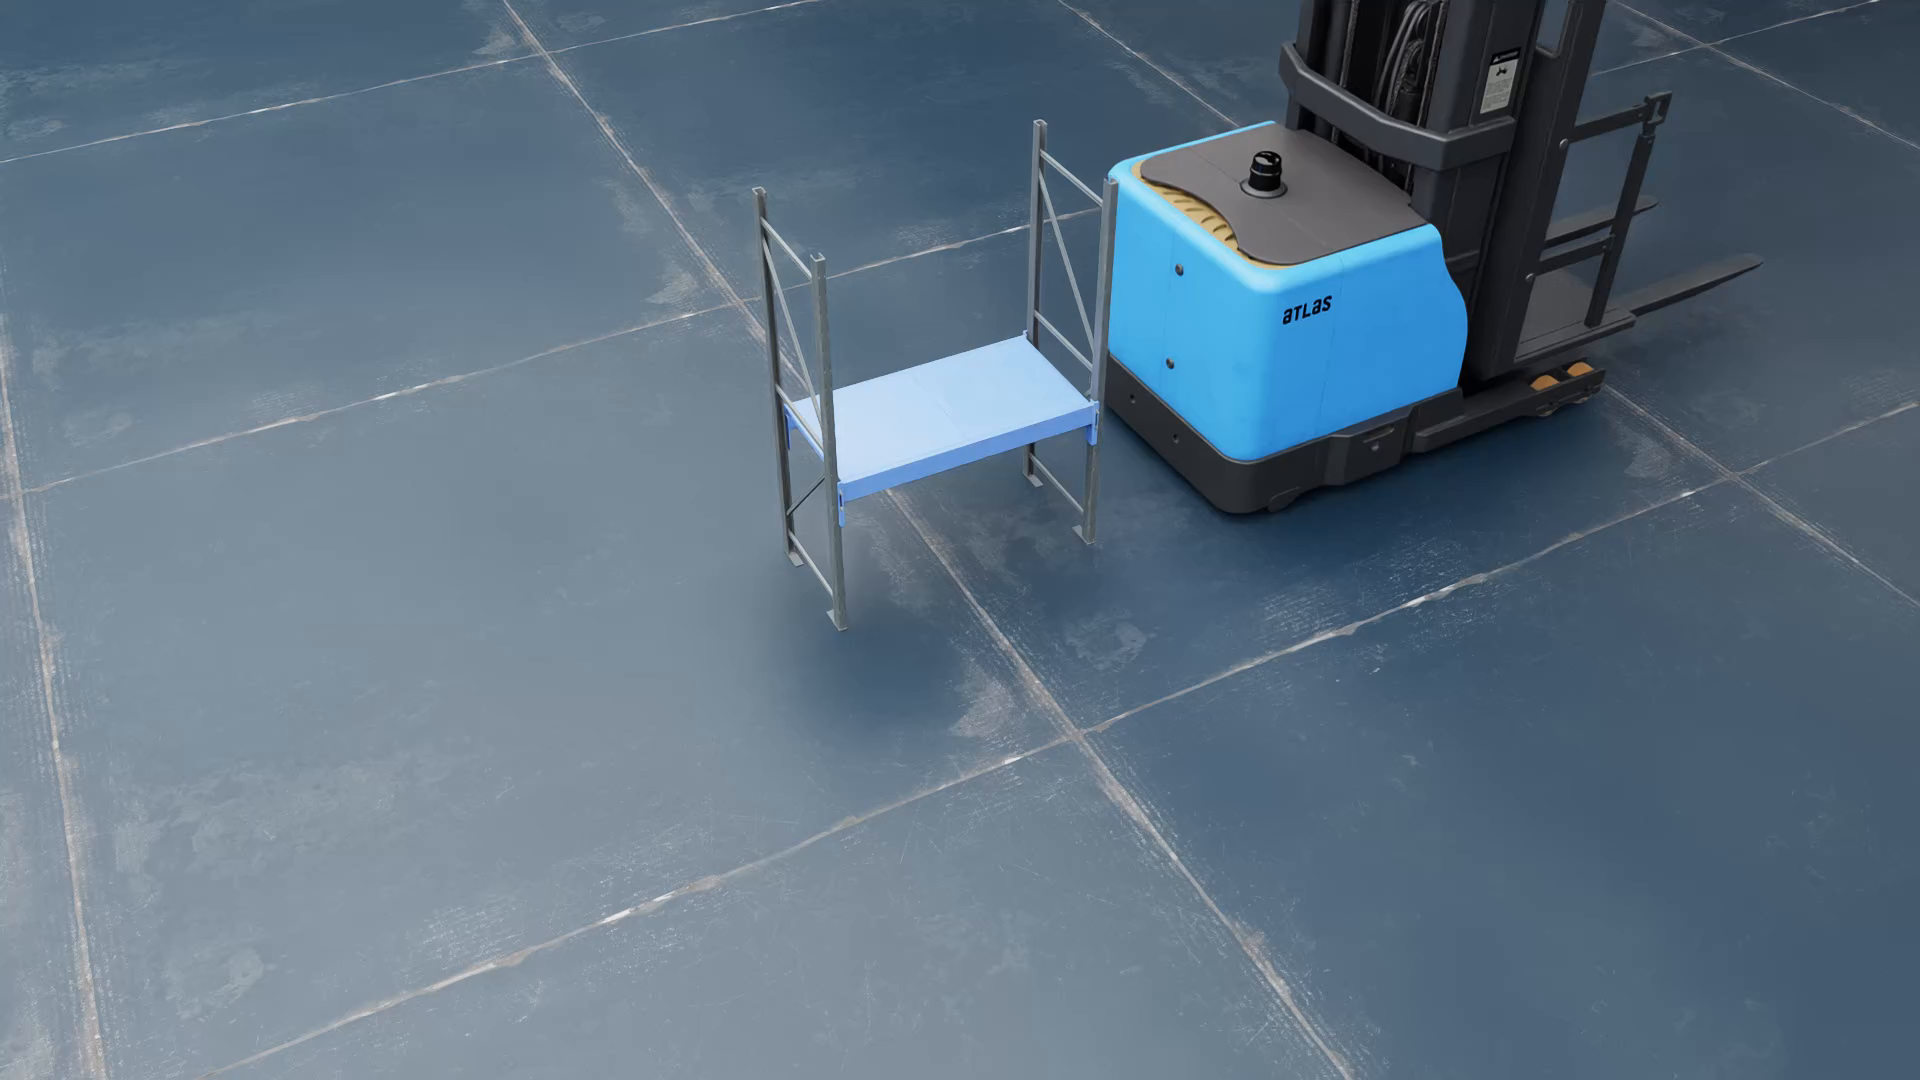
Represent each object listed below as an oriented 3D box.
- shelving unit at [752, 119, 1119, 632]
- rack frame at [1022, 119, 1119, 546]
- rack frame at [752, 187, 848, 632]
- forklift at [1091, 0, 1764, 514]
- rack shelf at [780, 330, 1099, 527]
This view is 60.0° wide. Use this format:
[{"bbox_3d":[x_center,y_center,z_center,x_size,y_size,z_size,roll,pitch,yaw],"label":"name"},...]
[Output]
[{"bbox_3d":[-0.076,-0.547,5.735,1.048,1.500,0.538,-19,44,-21],"label":"shelving unit"},{"bbox_3d":[0.375,-0.699,5.915,0.032,1.500,0.500,-19,44,-21],"label":"rack frame"},{"bbox_3d":[-0.527,-0.395,5.556,0.032,1.500,0.500,-19,44,-21],"label":"rack frame"},{"bbox_3d":[2.083,-1.907,6.234,3.031,2.935,1.130,-20,44,-22],"label":"forklift"},{"bbox_3d":[-0.076,-0.410,5.852,1.000,0.185,0.538,-19,44,-21],"label":"rack shelf"}]
